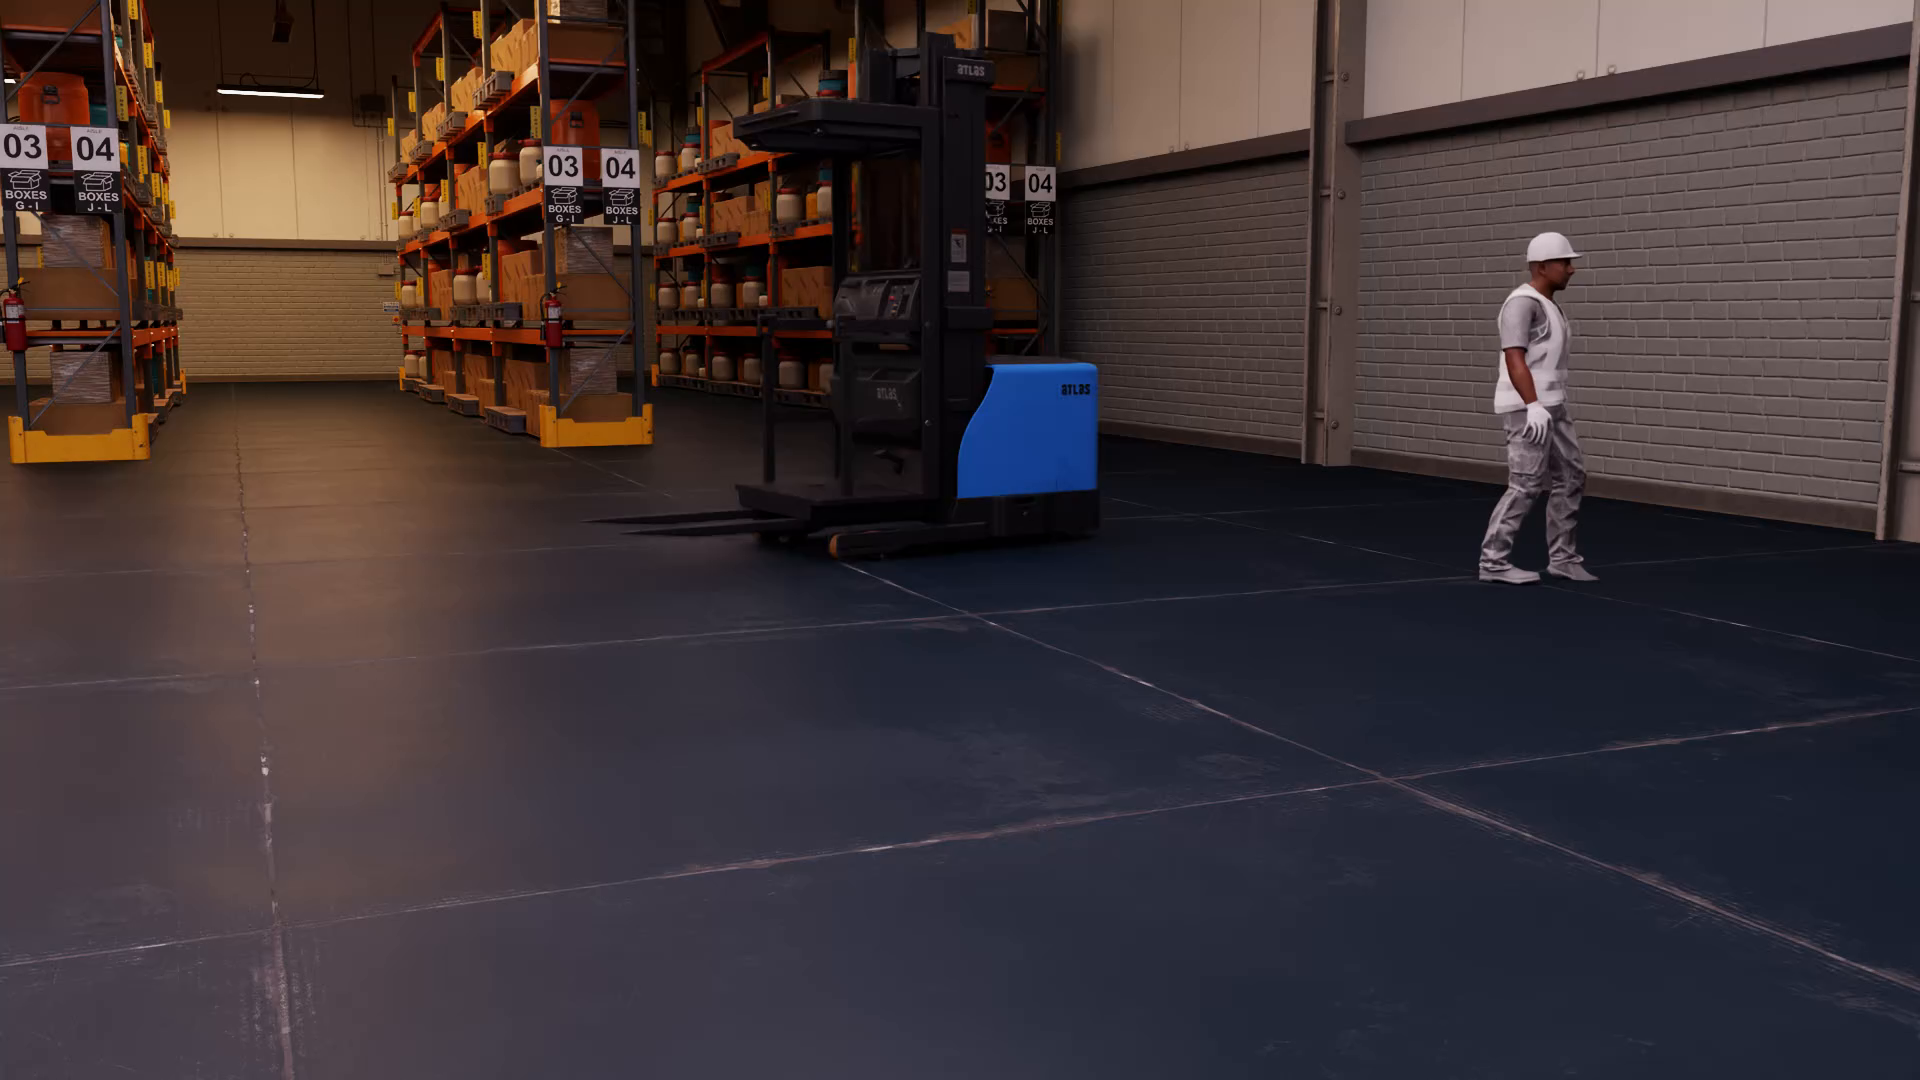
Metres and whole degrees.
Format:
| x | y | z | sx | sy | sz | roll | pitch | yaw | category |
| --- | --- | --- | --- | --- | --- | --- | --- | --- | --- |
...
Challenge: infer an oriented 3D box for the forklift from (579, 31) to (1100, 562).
| x | y | z | sx | sy | sz | roll | pitch | yaw | category |
| --- | --- | --- | --- | --- | --- | --- | --- | --- | --- |
| -0.664 | -1.409 | 9.628 | 3.031 | 2.935 | 1.130 | -5 | 9 | -32 | forklift |

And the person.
| x | y | z | sx | sy | sz | roll | pitch | yaw | category |
| --- | --- | --- | --- | --- | --- | --- | --- | --- | --- |
| 2.960 | -0.632 | 8.395 | 0.555 | 1.815 | 0.650 | 5 | 9 | 31 | person |
